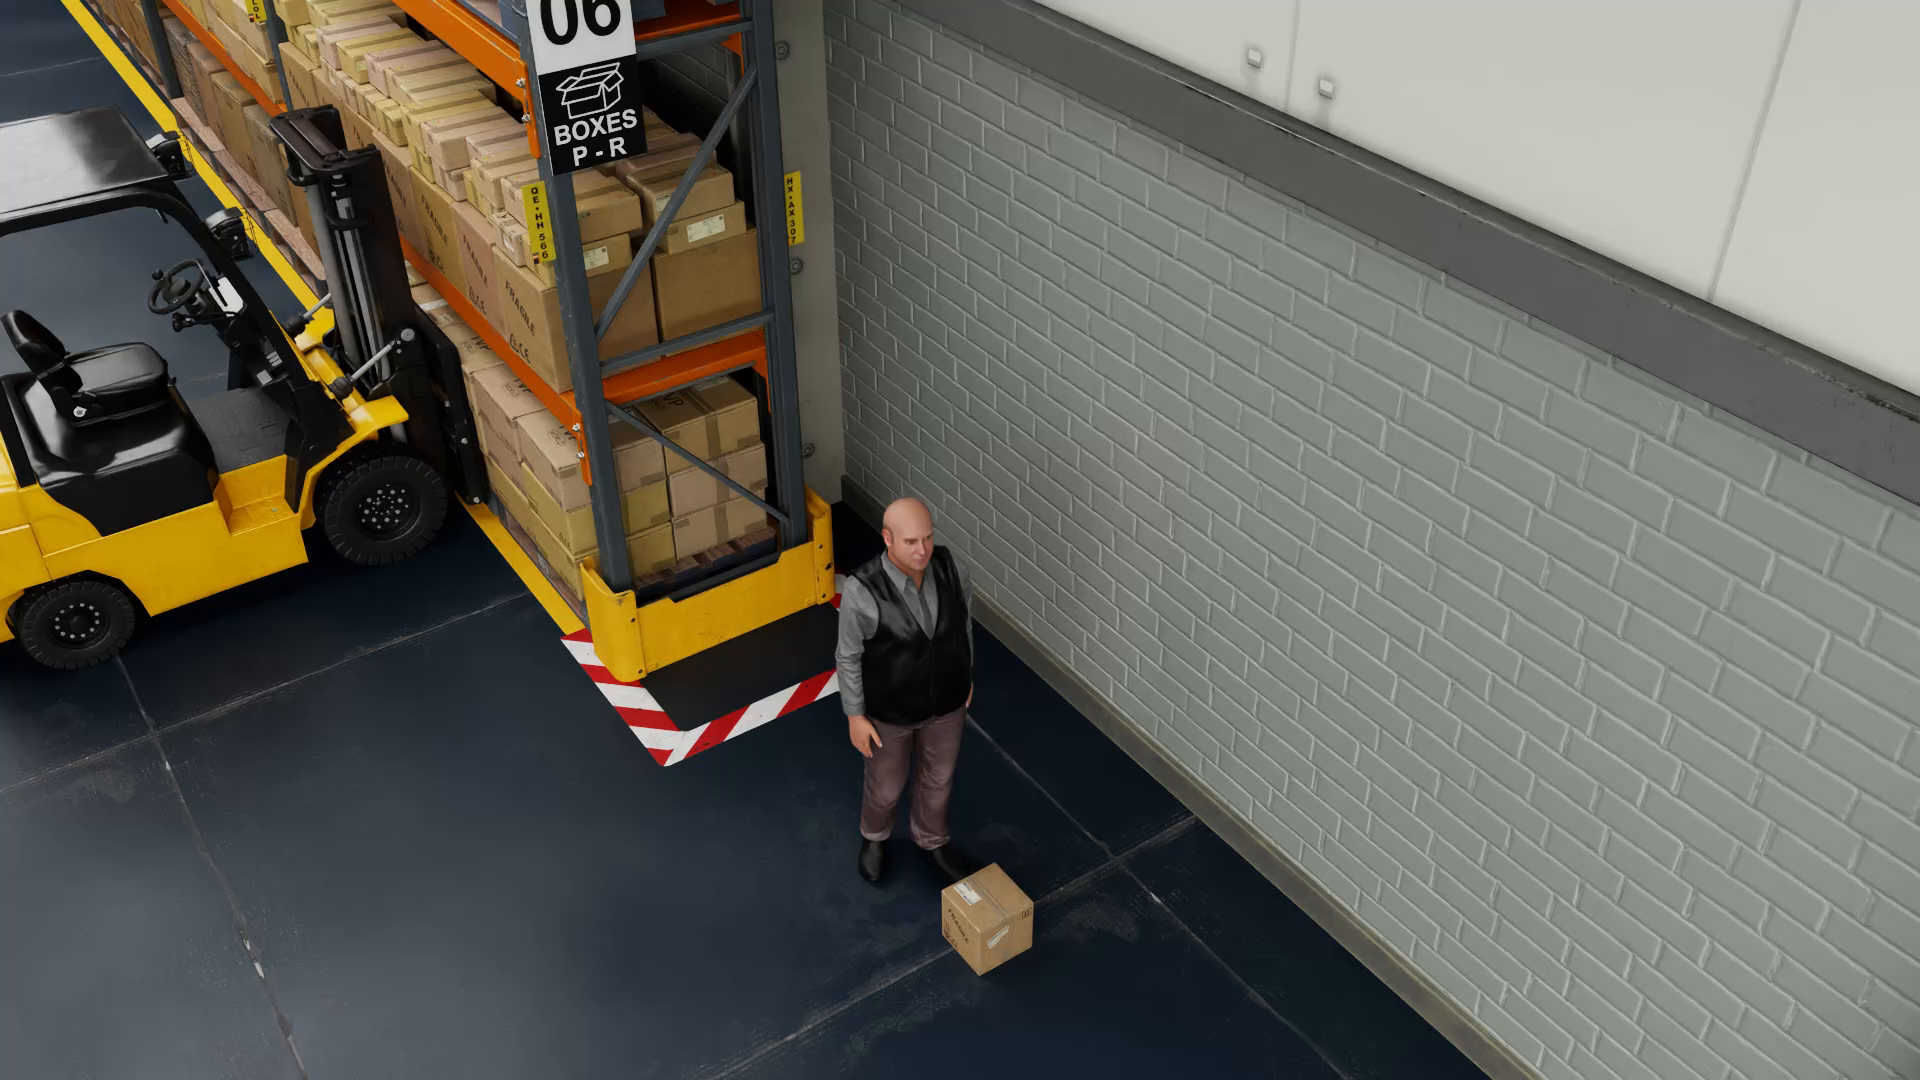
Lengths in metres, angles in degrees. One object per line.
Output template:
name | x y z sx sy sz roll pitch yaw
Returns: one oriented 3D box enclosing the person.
person | -0.181 0.595 6.194 0.562 1.722 0.453 -17 39 -22
